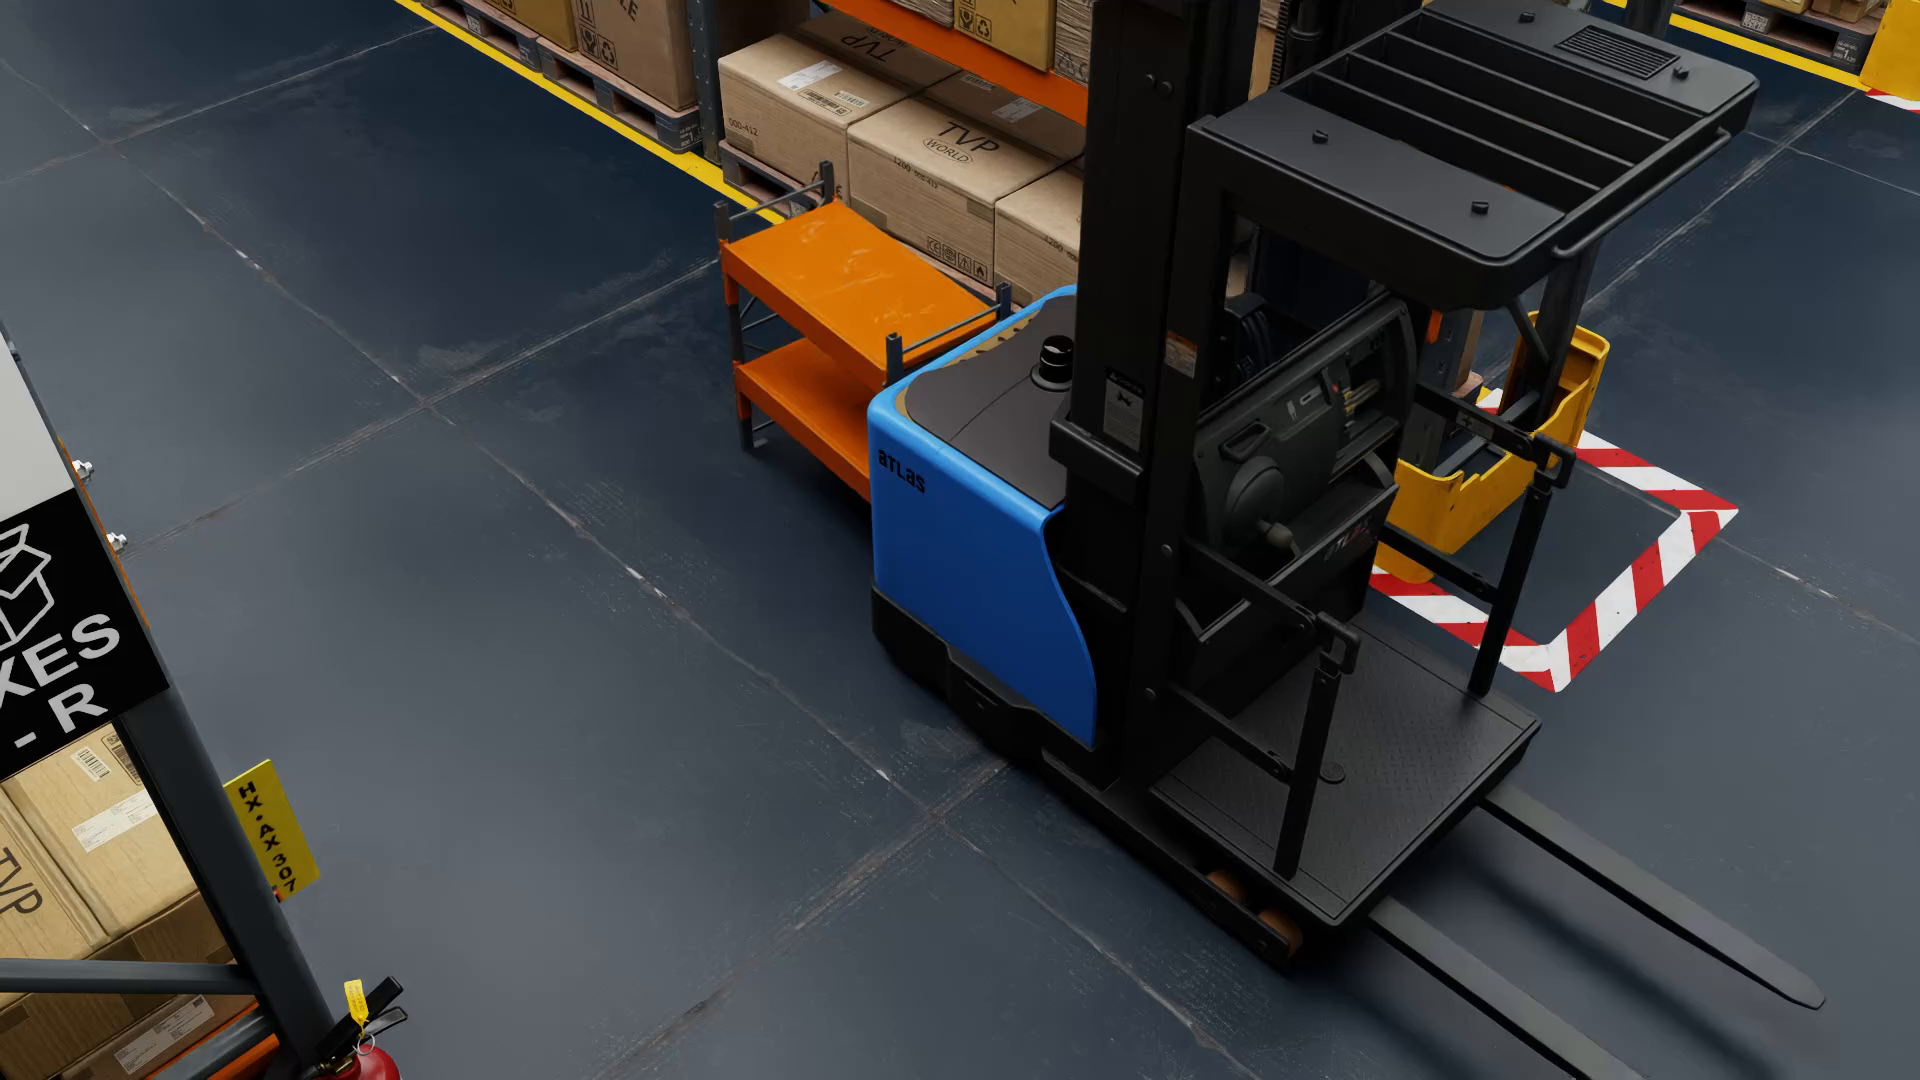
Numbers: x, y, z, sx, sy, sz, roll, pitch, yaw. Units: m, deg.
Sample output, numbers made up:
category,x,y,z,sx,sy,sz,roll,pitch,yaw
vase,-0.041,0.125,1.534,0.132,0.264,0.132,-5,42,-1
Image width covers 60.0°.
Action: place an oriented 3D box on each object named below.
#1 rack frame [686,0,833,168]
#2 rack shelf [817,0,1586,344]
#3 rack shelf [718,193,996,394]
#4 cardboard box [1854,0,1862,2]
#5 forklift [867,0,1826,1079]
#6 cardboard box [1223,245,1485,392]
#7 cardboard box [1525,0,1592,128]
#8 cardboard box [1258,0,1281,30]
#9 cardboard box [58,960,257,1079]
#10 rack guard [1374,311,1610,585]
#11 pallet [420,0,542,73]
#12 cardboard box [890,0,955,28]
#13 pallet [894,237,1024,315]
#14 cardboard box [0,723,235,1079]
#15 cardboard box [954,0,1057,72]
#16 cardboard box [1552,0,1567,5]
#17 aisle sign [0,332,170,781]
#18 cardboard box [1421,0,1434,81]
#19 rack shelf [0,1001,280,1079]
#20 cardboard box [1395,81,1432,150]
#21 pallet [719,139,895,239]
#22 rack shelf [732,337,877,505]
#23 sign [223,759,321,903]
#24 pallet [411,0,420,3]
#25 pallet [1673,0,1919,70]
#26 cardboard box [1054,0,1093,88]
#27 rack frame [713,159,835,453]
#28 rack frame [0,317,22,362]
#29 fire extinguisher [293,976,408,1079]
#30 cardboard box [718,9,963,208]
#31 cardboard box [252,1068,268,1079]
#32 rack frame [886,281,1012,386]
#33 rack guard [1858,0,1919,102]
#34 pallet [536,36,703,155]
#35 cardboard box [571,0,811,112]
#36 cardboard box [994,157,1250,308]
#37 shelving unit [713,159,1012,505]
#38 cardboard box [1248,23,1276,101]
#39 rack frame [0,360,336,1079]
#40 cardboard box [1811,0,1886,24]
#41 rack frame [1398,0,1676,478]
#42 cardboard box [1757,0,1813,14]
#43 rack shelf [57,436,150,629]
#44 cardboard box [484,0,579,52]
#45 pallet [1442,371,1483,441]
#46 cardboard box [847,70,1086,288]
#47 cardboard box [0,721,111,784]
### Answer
category,x,y,z,sx,sy,sz,roll,pitch,yaw
rack frame,-0.882,-3.217,7.521,1.000,3.000,0.127,-34,53,-31
rack shelf,0.531,-1.992,6.725,1.077,0.370,4.000,-34,53,-31
rack shelf,-0.351,-0.819,5.876,0.538,0.278,1.000,-29,50,-27
cardboard box,4.802,-3.049,8.912,0.250,0.149,0.380,33,52,30
forklift,1.084,-0.234,4.344,1.130,2.935,3.031,-34,52,-31
cardboard box,1.406,-0.777,6.459,0.875,0.438,0.875,32,52,30
cardboard box,1.807,-1.700,5.806,0.500,0.500,0.500,34,52,31
cardboard box,1.044,-2.053,5.452,0.500,0.500,0.500,-34,52,-31
cardboard box,-1.606,0.889,3.263,0.250,0.149,0.380,34,52,31
rack guard,1.960,-0.365,6.277,1.175,0.500,0.348,-34,53,-31
pallet,-2.346,-3.114,9.464,1.003,0.211,1.213,-34,53,-31
cardboard box,-0.037,-2.417,6.582,0.500,0.500,0.500,-34,52,-31
pallet,0.466,-1.204,7.397,1.003,0.211,1.213,-34,53,-31
cardboard box,-1.698,0.685,3.190,0.500,0.250,0.500,-34,52,-31
cardboard box,0.327,-2.169,6.314,0.500,0.500,0.500,-33,52,-30
cardboard box,1.806,-2.066,5.465,0.500,0.500,0.500,33,52,31
aisle sign,-1.312,0.023,2.099,0.394,0.787,0.004,-34,53,-31
cardboard box,1.434,-1.816,5.195,0.500,0.500,0.500,-32,52,-30
rack shelf,-2.981,0.389,4.149,1.077,0.370,4.000,-34,53,-31
cardboard box,1.415,-1.437,5.521,0.500,0.500,0.500,-34,52,-31
pallet,-0.400,-1.790,8.031,1.003,0.211,1.213,-34,53,-31
rack shelf,-0.351,-0.424,6.240,0.538,0.278,1.000,-29,50,-27
sign,-1.185,0.508,2.852,0.100,0.325,0.005,-34,53,-31
pallet,-3.203,-3.700,10.098,1.003,0.211,1.213,-34,53,-31
pallet,4.774,-3.136,9.488,1.003,0.211,1.213,-34,53,-31
cardboard box,0.701,-1.927,6.052,0.500,0.500,0.500,-33,52,-30
rack frame,-0.669,-0.873,6.365,0.500,1.125,0.032,-29,50,-27
rack frame,-1.569,-1.117,0.829,1.000,3.000,0.127,-34,53,-31
fire extinguisher,-1.137,1.100,3.181,0.296,0.674,0.183,-34,53,-31
cardboard box,-0.514,-2.077,7.866,0.875,0.438,0.875,33,52,31
cardboard box,-1.933,1.509,3.937,0.637,0.503,0.797,32,52,30
rack frame,-0.033,-0.335,5.783,0.500,1.125,0.032,-29,50,-27
rack guard,5.323,-2.834,8.949,1.175,0.500,0.348,-34,53,-31
pallet,-1.480,-2.527,8.830,1.003,0.211,1.213,-34,53,-31
cardboard box,-1.376,-2.850,8.381,0.875,0.875,0.875,-32,52,-30
cardboard box,0.754,-1.213,6.931,0.875,0.438,0.875,-33,52,-30
shelving unit,-0.351,-0.604,6.074,0.538,1.125,1.048,-29,50,-27
cardboard box,1.071,-1.685,5.789,0.500,0.500,0.500,33,52,31
rack frame,-1.569,1.086,2.865,1.000,3.000,0.127,-34,53,-31
cardboard box,4.857,-2.976,9.052,0.380,0.149,0.250,-33,52,-31
rack frame,1.943,-1.295,5.441,1.000,3.000,0.127,-34,53,-31
cardboard box,4.604,-3.051,9.133,0.380,0.149,0.250,-32,52,-30
rack shelf,-2.981,-0.713,3.131,1.077,0.370,4.000,-34,53,-31
cardboard box,-2.020,-3.281,8.846,0.875,0.875,0.875,-33,52,-30
pallet,1.323,-0.617,6.763,1.003,0.211,1.213,-34,53,-31
cardboard box,0.118,-1.647,7.401,0.875,0.438,0.875,33,52,30
cardboard box,-2.054,0.442,3.452,0.500,0.250,0.500,-34,52,-31
